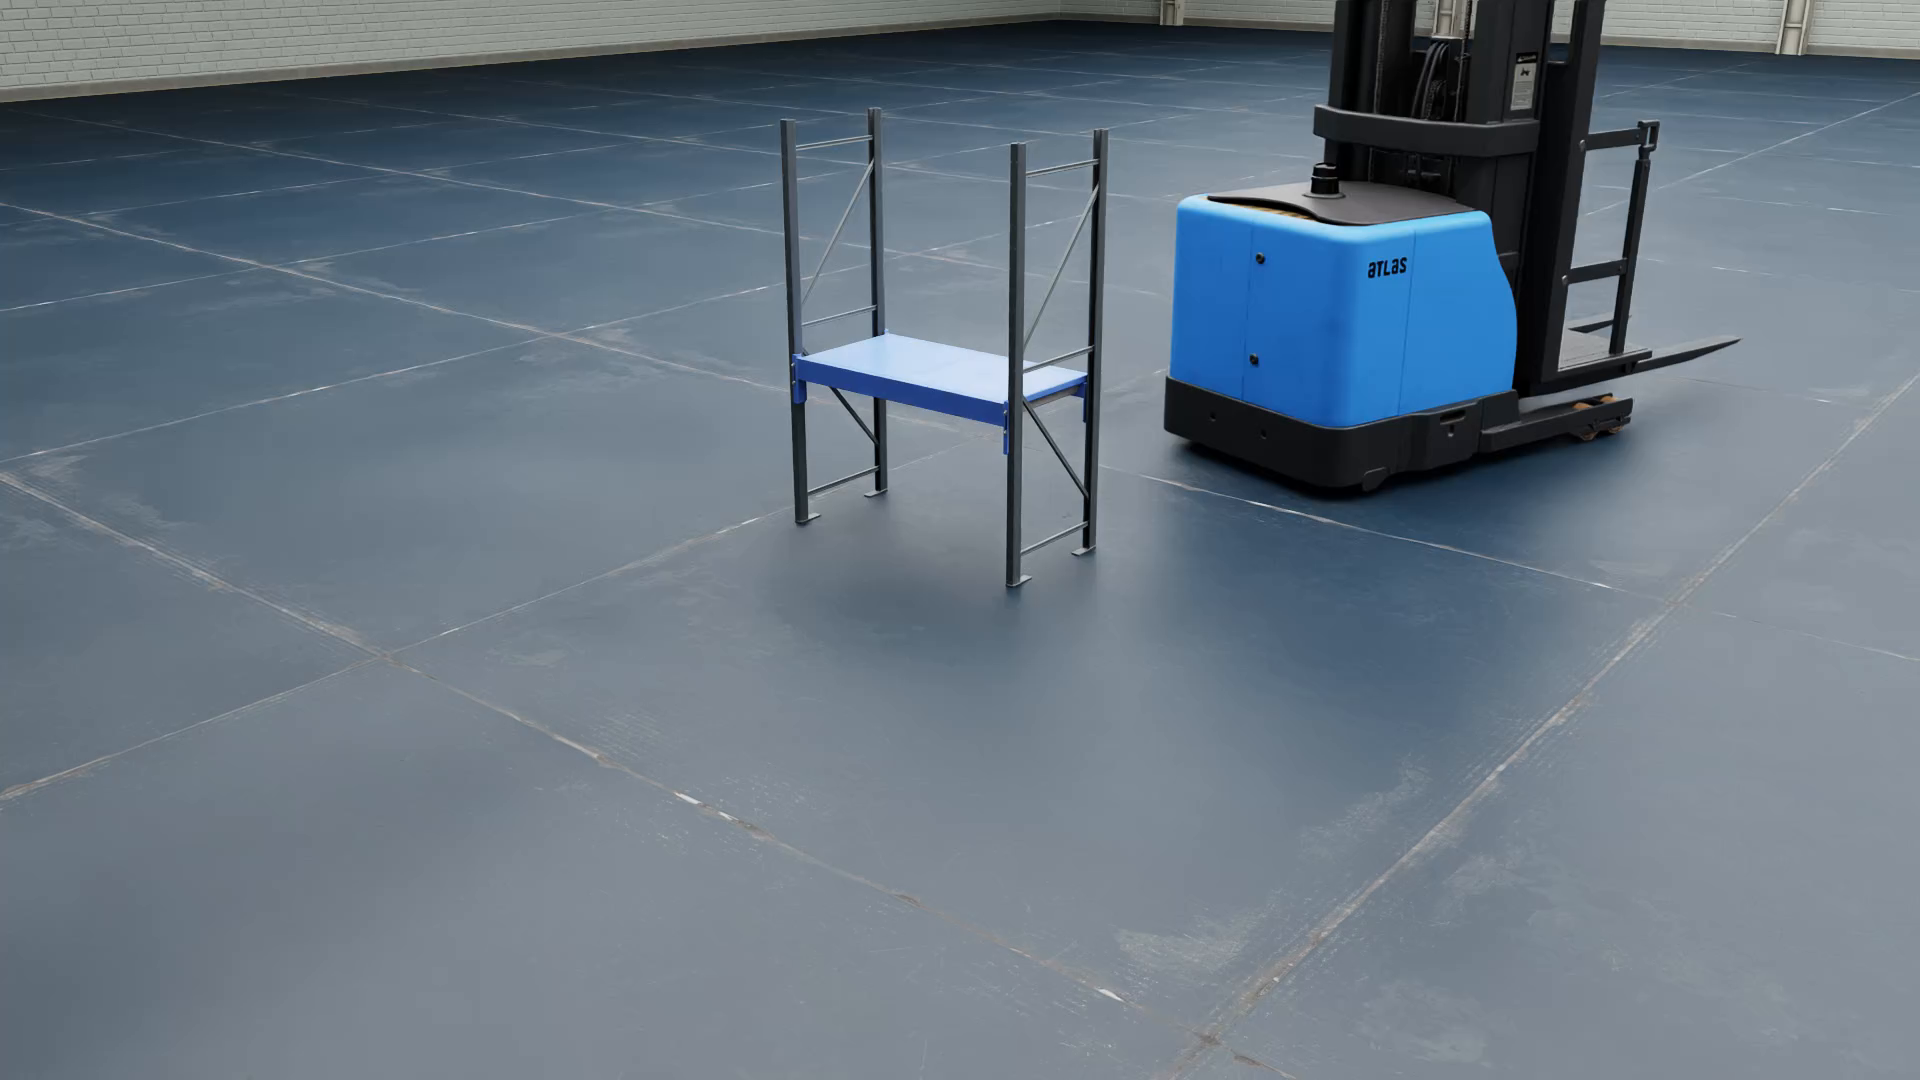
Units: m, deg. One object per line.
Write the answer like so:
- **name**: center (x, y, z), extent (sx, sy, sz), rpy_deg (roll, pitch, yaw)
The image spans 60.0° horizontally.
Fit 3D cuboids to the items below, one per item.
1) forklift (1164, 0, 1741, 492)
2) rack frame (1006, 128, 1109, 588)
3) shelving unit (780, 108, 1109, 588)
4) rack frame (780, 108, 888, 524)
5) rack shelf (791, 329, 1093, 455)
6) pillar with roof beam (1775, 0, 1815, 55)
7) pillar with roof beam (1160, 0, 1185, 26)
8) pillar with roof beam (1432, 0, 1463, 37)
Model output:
- **forklift**: center (2.393, -1.948, 7.179), extent (3.031, 2.935, 1.130), rpy_deg (-14, 25, -32)
- **rack frame**: center (0.328, -0.607, 5.653), extent (0.032, 1.500, 0.500), rpy_deg (16, 26, 36)
- **shelving unit**: center (-0.066, -0.721, 5.954), extent (1.048, 1.500, 0.538), rpy_deg (16, 26, 36)
- **rack frame**: center (-0.460, -0.834, 6.255), extent (0.032, 1.500, 0.500), rpy_deg (16, 26, 36)
- **rack shelf**: center (-0.066, -0.552, 6.017), extent (1.000, 0.185, 0.538), rpy_deg (16, 26, 36)
- **pillar with roof beam**: center (10.969, -11.044, 22.701), extent (0.400, 9.000, 9.100), rpy_deg (16, 26, 36)
- **pillar with roof beam**: center (1.672, -13.721, 29.801), extent (0.400, 9.000, 9.100), rpy_deg (16, 26, 36)
- **pillar with roof beam**: center (6.320, -12.383, 26.251), extent (0.400, 9.000, 9.100), rpy_deg (16, 26, 36)
